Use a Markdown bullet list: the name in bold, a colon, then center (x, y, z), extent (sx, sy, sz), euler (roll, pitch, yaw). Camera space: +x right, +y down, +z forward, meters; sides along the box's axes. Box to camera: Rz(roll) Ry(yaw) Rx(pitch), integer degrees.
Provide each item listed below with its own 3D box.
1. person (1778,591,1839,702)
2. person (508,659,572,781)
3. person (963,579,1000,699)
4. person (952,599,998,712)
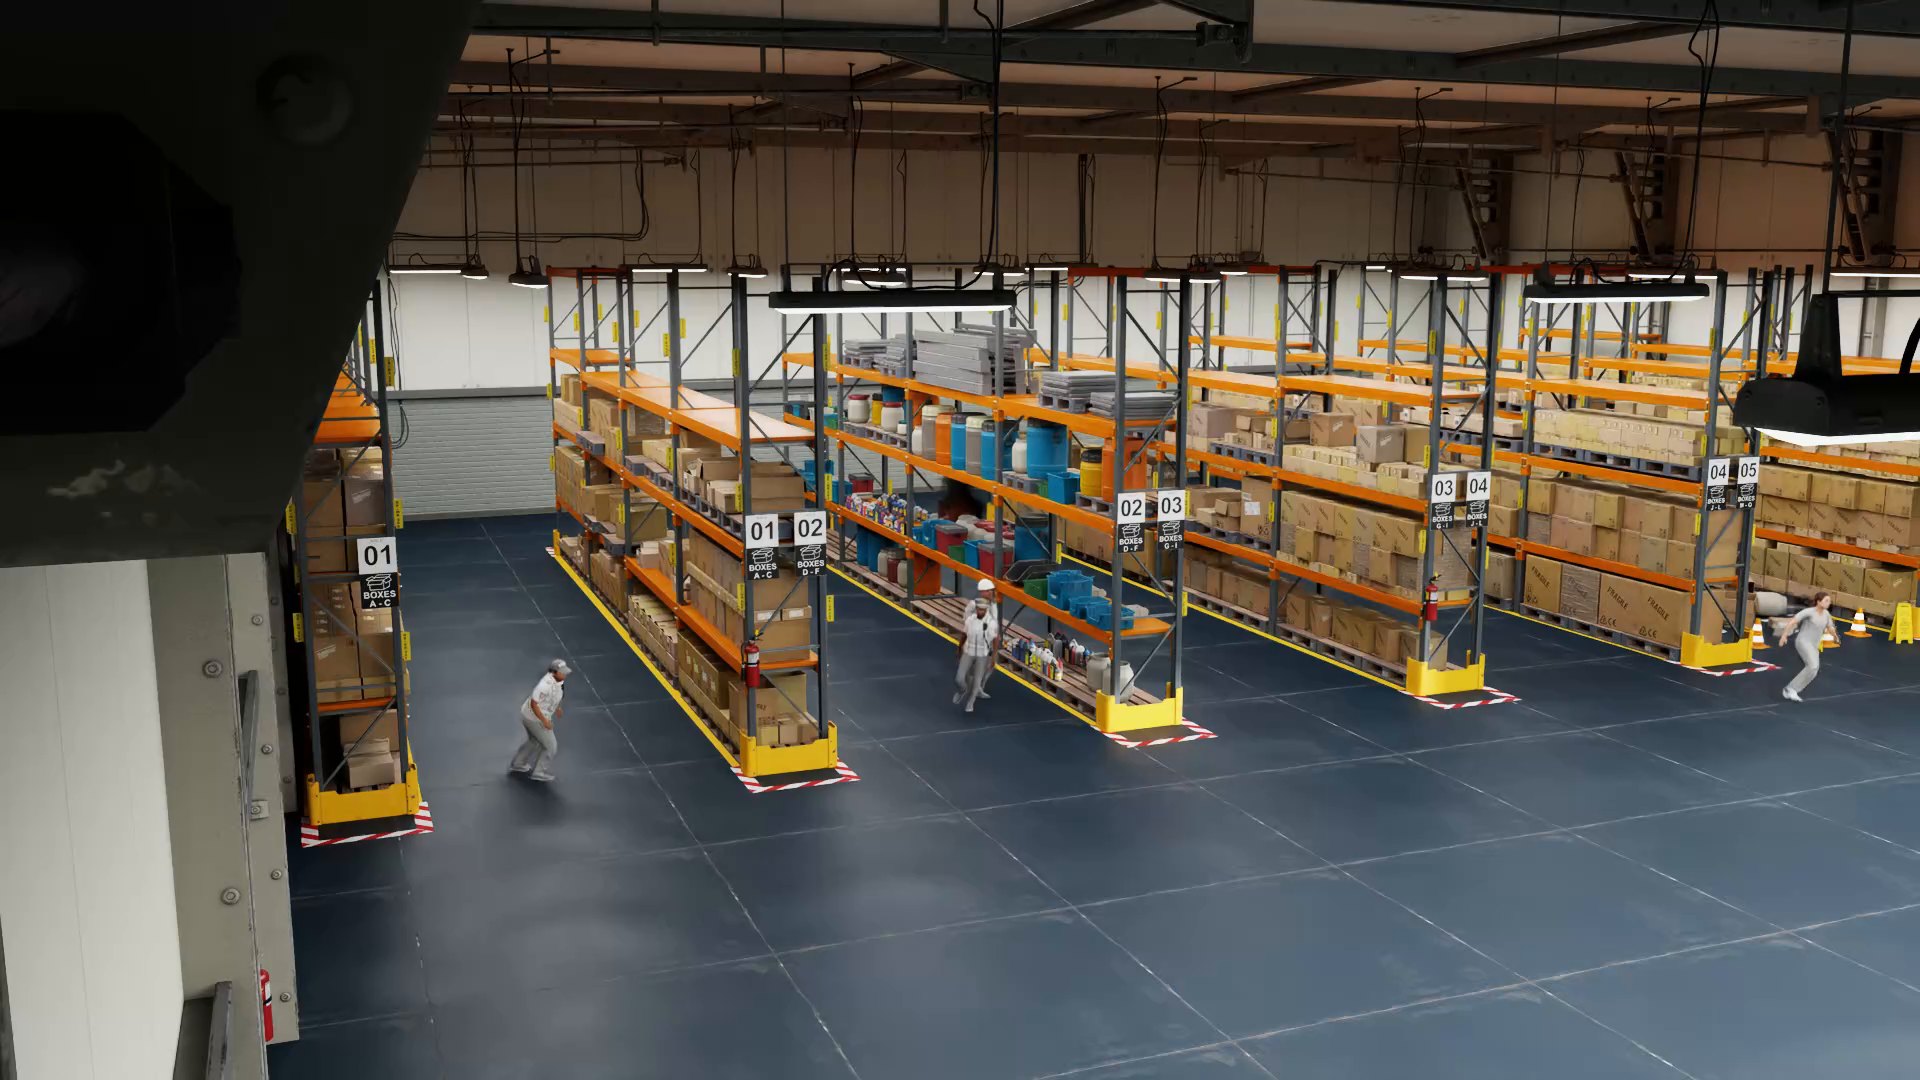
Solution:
- **person**: center (12.073, 1.521, 23.528), extent (0.736, 1.596, 0.610), euler (-6, 11, -29)
- **person**: center (-5.064, 2.149, 20.039), extent (0.868, 1.526, 0.674), euler (-1, 10, -6)
- **person**: center (0.274, 1.388, 23.793), extent (0.652, 1.727, 0.608), euler (-7, 12, -35)
- **person**: center (0.198, 1.576, 22.909), extent (0.681, 1.621, 0.485), euler (2, 10, 10)
